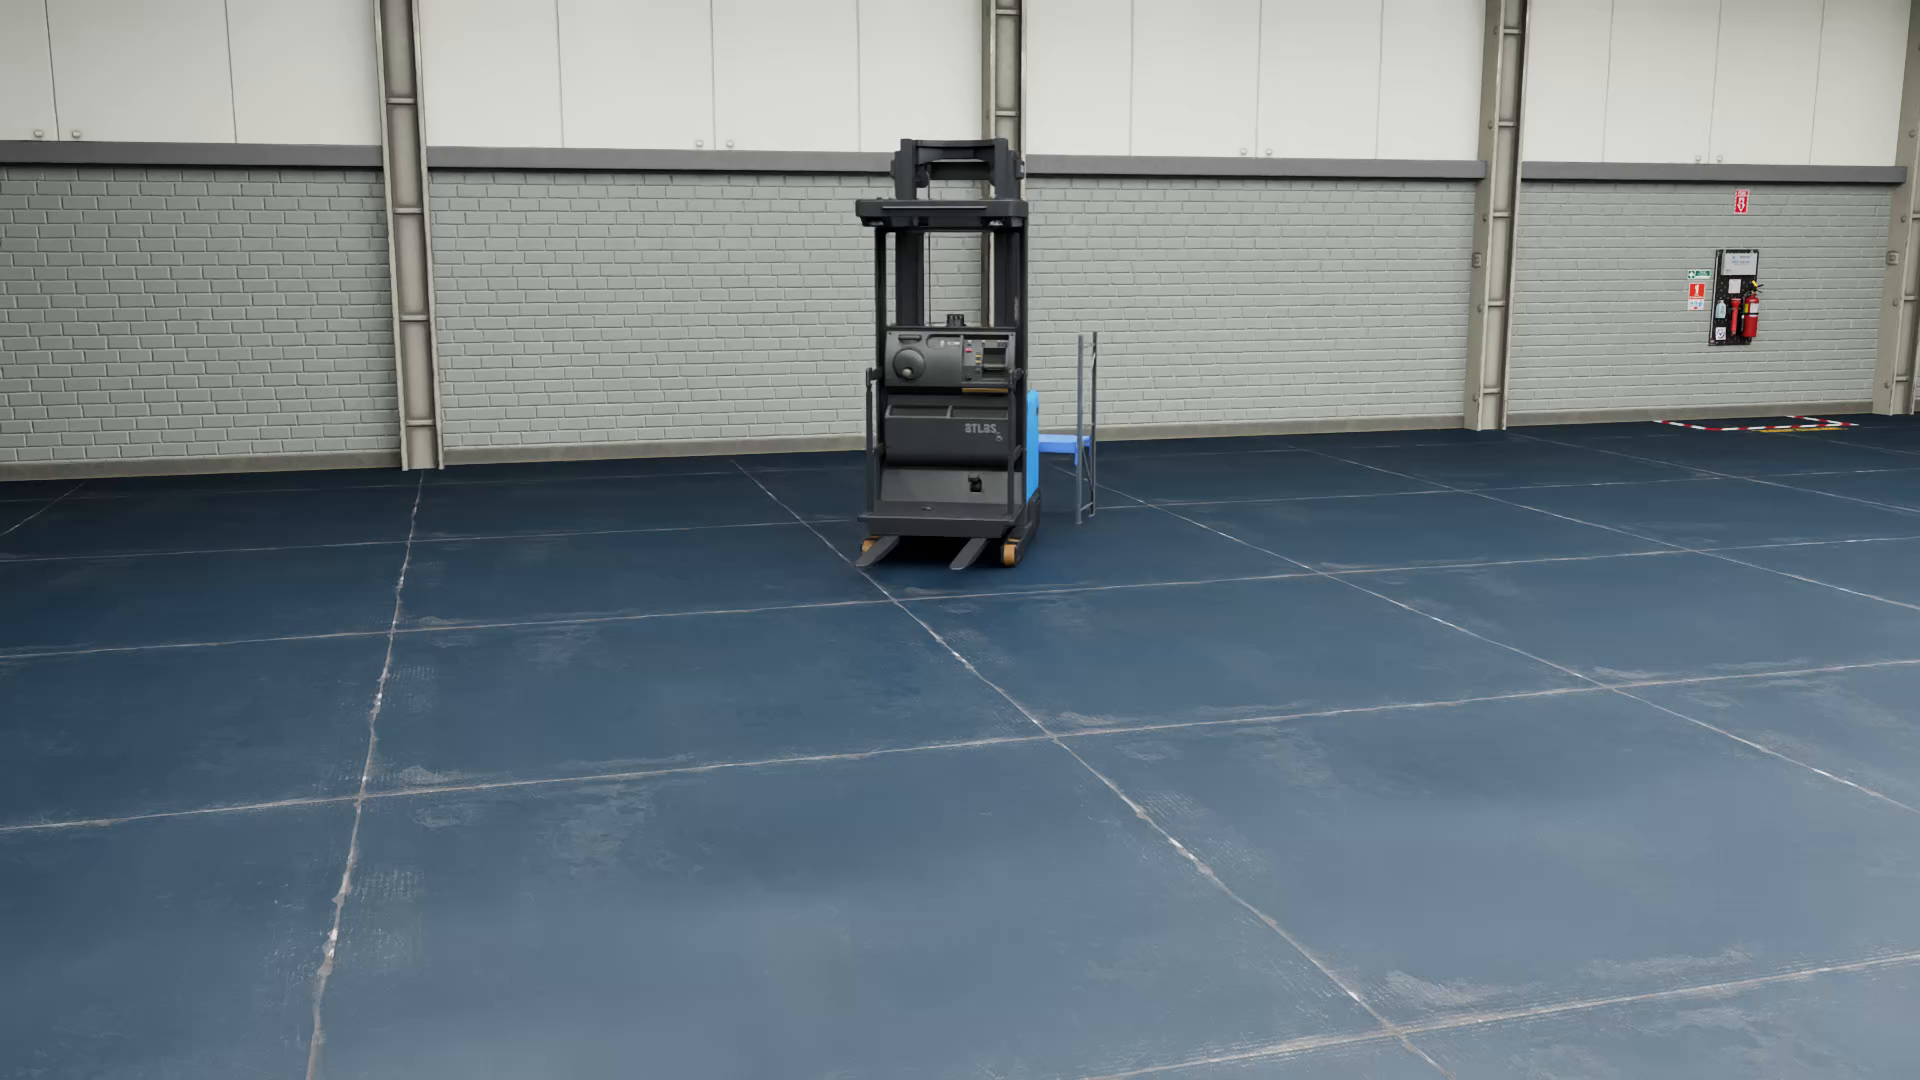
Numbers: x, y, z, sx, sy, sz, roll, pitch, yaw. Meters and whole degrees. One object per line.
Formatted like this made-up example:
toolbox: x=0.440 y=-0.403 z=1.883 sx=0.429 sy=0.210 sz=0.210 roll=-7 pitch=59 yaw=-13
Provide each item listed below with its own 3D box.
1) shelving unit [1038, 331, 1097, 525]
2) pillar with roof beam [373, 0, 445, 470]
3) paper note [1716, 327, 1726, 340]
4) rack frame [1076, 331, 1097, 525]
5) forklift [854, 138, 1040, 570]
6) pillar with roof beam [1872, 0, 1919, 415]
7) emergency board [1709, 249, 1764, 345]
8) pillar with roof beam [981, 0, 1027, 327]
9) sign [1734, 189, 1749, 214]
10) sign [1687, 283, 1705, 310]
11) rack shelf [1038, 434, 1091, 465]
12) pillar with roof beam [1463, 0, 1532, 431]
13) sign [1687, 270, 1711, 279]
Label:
shelving unit: x=0.533 y=-0.932 z=13.464 sx=1.048 sy=1.500 sz=0.538 roll=3 pitch=11 yaw=18
pillar with roof beam: x=-4.098 y=-4.392 z=11.551 sx=0.400 sy=9.000 sz=9.100 roll=-3 pitch=11 yaw=-16
paper note: x=9.409 y=-2.553 z=20.560 sx=0.142 sy=0.148 sz=0.016 roll=-3 pitch=11 yaw=-16
rack frame: x=1.014 y=-0.902 z=13.305 sx=0.032 sy=1.500 sz=0.500 roll=3 pitch=11 yaw=18
forklift: x=-0.100 y=-1.321 z=11.625 sx=1.130 sy=2.935 sz=3.031 roll=2 pitch=11 yaw=8
pillar with roof beam: x=13.185 y=-5.303 z=16.499 sx=0.400 sy=9.000 sz=9.100 roll=-3 pitch=11 yaw=-16
emergency board: x=9.598 y=-2.983 z=20.464 sx=0.643 sy=1.169 sz=0.194 roll=-3 pitch=11 yaw=-16
pillar with roof beam: x=1.663 y=-4.696 z=13.200 sx=0.400 sy=9.000 sz=9.100 roll=-3 pitch=11 yaw=-16
sign: x=9.562 y=-4.140 z=20.346 sx=0.199 sy=0.298 sz=0.001 roll=-3 pitch=11 yaw=-16
sign: x=9.038 y=-2.990 z=20.406 sx=0.234 sy=0.329 sz=0.001 roll=-3 pitch=11 yaw=-16
rack shelf: x=0.533 y=-0.755 z=13.497 sx=1.000 sy=0.185 sz=0.538 roll=3 pitch=11 yaw=18
pillar with roof beam: x=7.424 y=-5.000 z=14.849 sx=0.400 sy=9.000 sz=9.100 roll=-3 pitch=11 yaw=-16
sign: x=9.045 y=-3.250 z=20.351 sx=0.331 sy=0.109 sz=0.001 roll=-3 pitch=11 yaw=-16
